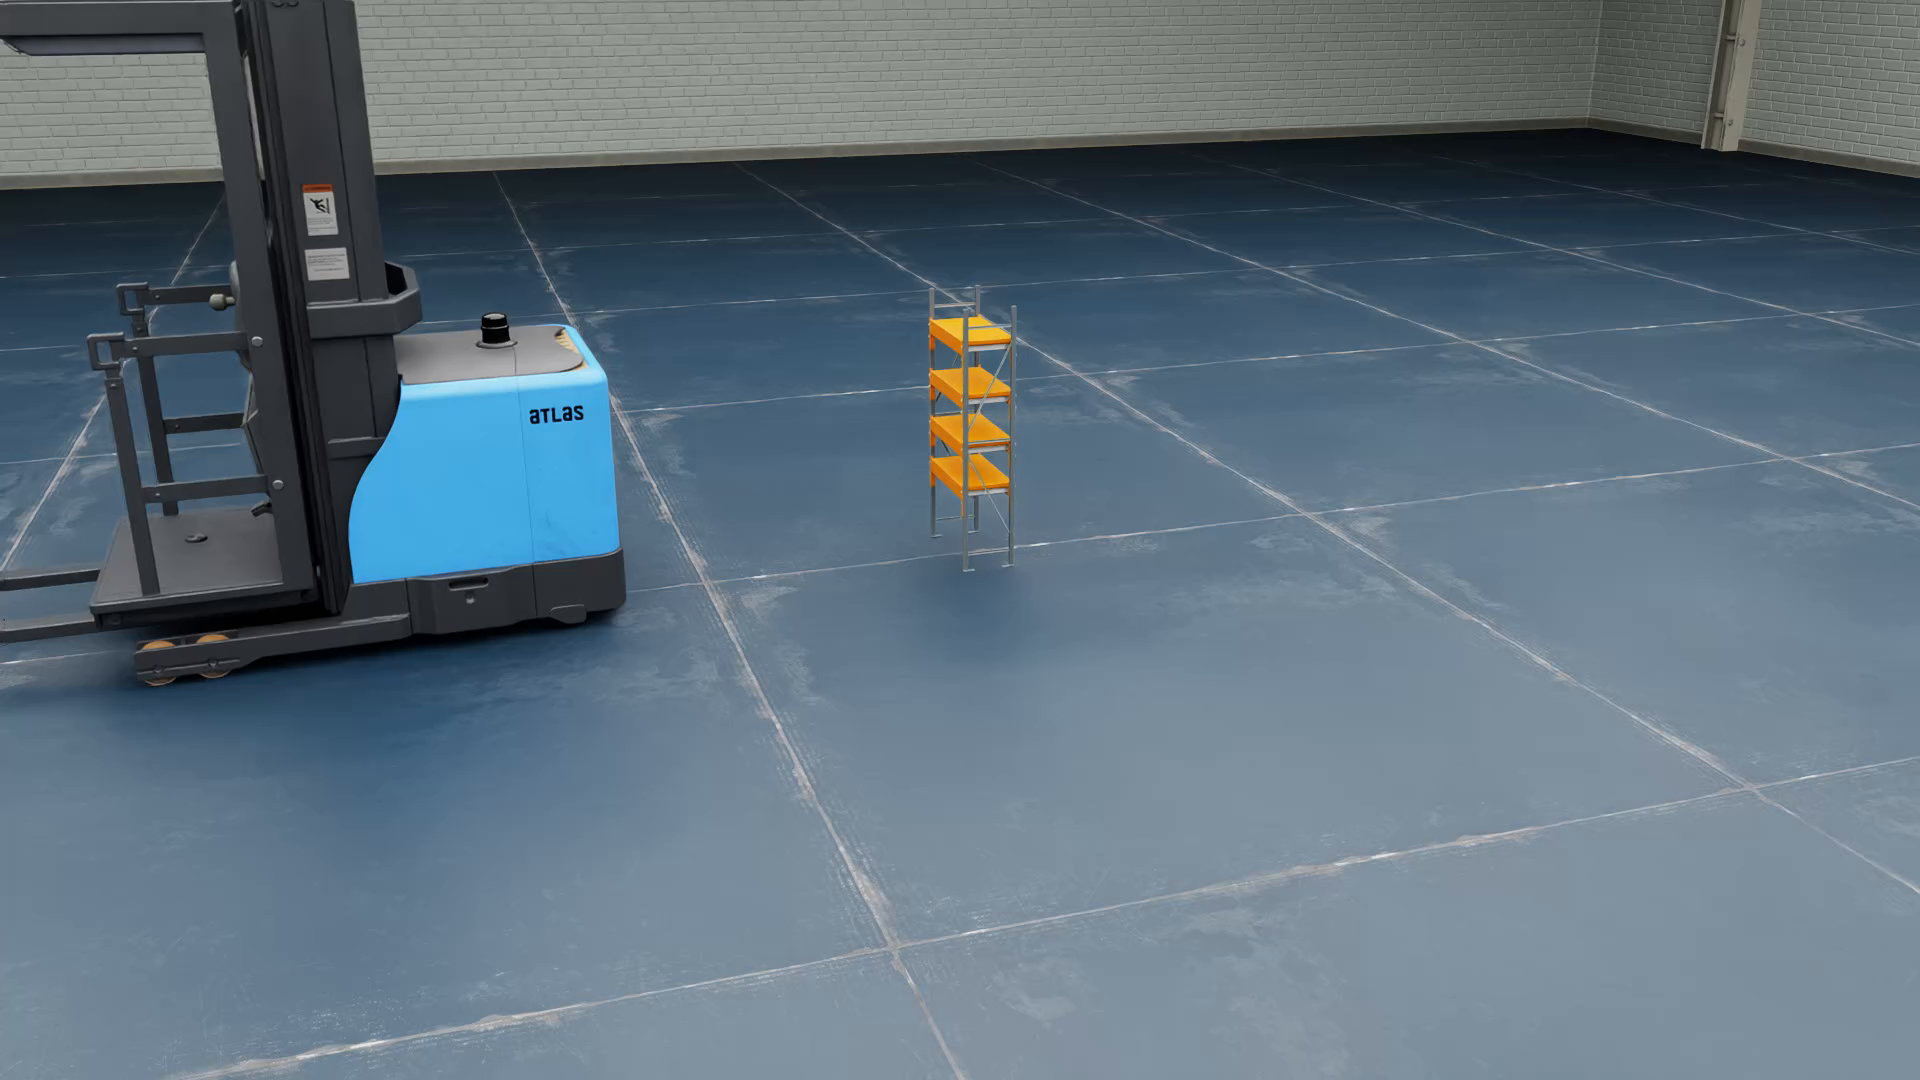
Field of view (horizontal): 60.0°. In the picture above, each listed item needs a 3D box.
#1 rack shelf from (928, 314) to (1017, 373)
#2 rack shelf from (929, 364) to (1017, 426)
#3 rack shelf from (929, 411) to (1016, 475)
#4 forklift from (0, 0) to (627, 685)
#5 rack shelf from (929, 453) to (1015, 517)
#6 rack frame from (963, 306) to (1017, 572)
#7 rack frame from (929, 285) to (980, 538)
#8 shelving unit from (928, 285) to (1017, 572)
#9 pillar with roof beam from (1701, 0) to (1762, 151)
[{"bbox_3d":[0.052,-0.881,7.433,0.258,0.148,0.480,-6,21,-17],"label":"rack shelf"},{"bbox_3d":[0.052,-0.659,7.513,0.258,0.148,0.480,-6,21,-17],"label":"rack shelf"},{"bbox_3d":[0.052,-0.448,7.589,0.258,0.148,0.480,-6,21,-17],"label":"rack shelf"},{"bbox_3d":[-2.975,-1.024,6.432,3.031,2.935,1.130,-7,21,-19],"label":"forklift"},{"bbox_3d":[0.052,-0.261,7.656,0.258,0.148,0.480,-6,21,-17],"label":"rack shelf"},{"bbox_3d":[0.129,-0.433,7.348,0.240,1.200,0.015,-6,21,-17],"label":"rack frame"},{"bbox_3d":[-0.025,-0.590,7.784,0.240,1.200,0.015,-6,21,-17],"label":"rack frame"},{"bbox_3d":[0.052,-0.512,7.566,0.258,1.200,0.503,-6,21,-17],"label":"shelving unit"},{"bbox_3d":[6.372,-9.157,20.099,9.100,9.000,0.400,-6,21,-17],"label":"pillar with roof beam"}]
